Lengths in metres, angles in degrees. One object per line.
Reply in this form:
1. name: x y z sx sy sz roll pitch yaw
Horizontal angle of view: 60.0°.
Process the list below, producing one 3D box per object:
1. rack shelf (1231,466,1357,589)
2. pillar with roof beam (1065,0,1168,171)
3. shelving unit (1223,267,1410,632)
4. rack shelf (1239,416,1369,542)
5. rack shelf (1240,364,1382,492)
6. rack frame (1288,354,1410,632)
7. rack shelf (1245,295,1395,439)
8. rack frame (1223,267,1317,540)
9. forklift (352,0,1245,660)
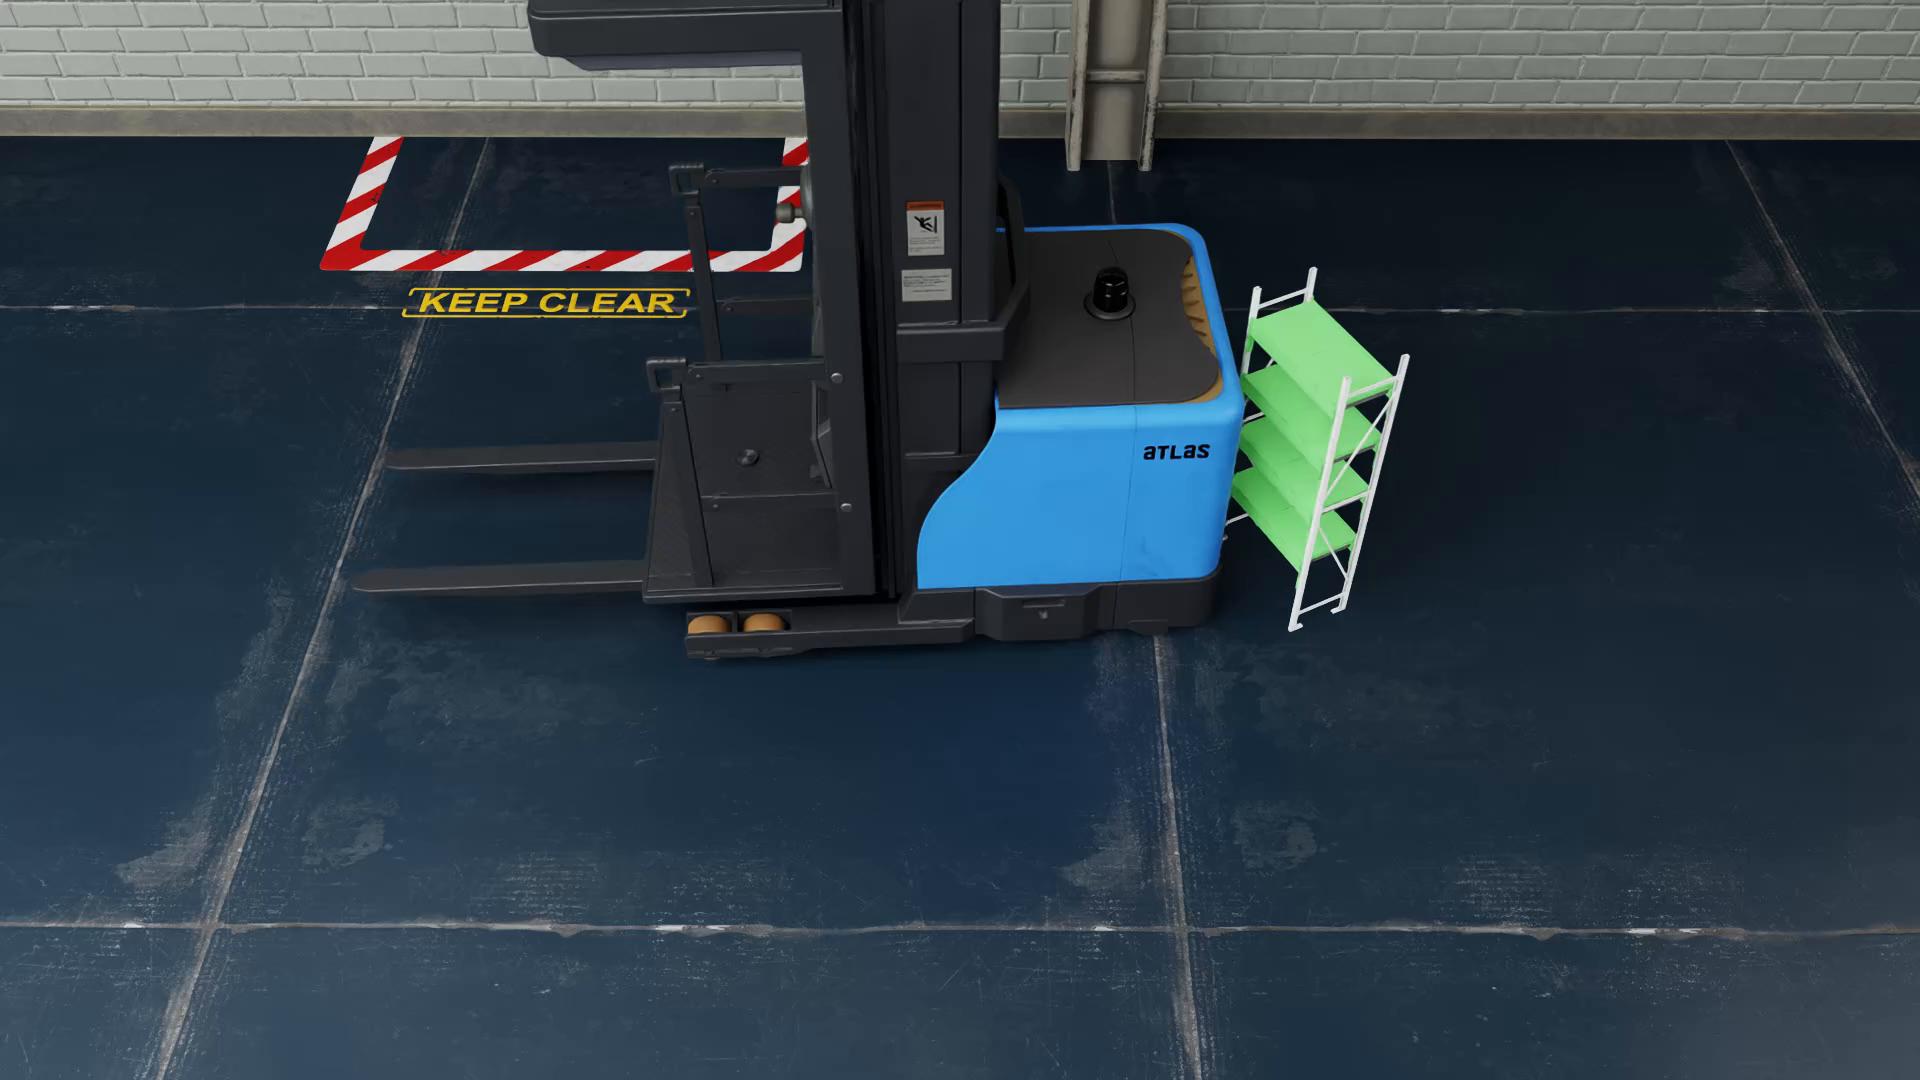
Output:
1. rack shelf: 1.172 -0.076 5.916 0.258 0.148 0.480 -21 50 -18
2. pillar with roof beam: 0.692 -1.777 1.756 0.400 9.000 9.100 0 47 0
3. shelving unit: 1.171 -0.283 5.693 0.258 1.200 0.503 -21 50 -18
4. rack shelf: 1.171 -0.239 5.740 0.258 0.148 0.480 -21 50 -18
5. rack shelf: 1.171 -0.403 5.564 0.258 0.148 0.480 -21 50 -18
6. rack frame: 1.282 -0.124 5.545 0.240 1.200 0.015 -21 50 -18
7. rack shelf: 1.170 -0.566 5.388 0.258 0.148 0.480 -21 50 -18
8. rack frame: 1.060 -0.442 5.841 0.240 1.200 0.015 -21 50 -18
9. forklift: -0.622 -0.977 5.157 3.031 2.935 1.130 -2 47 -2
